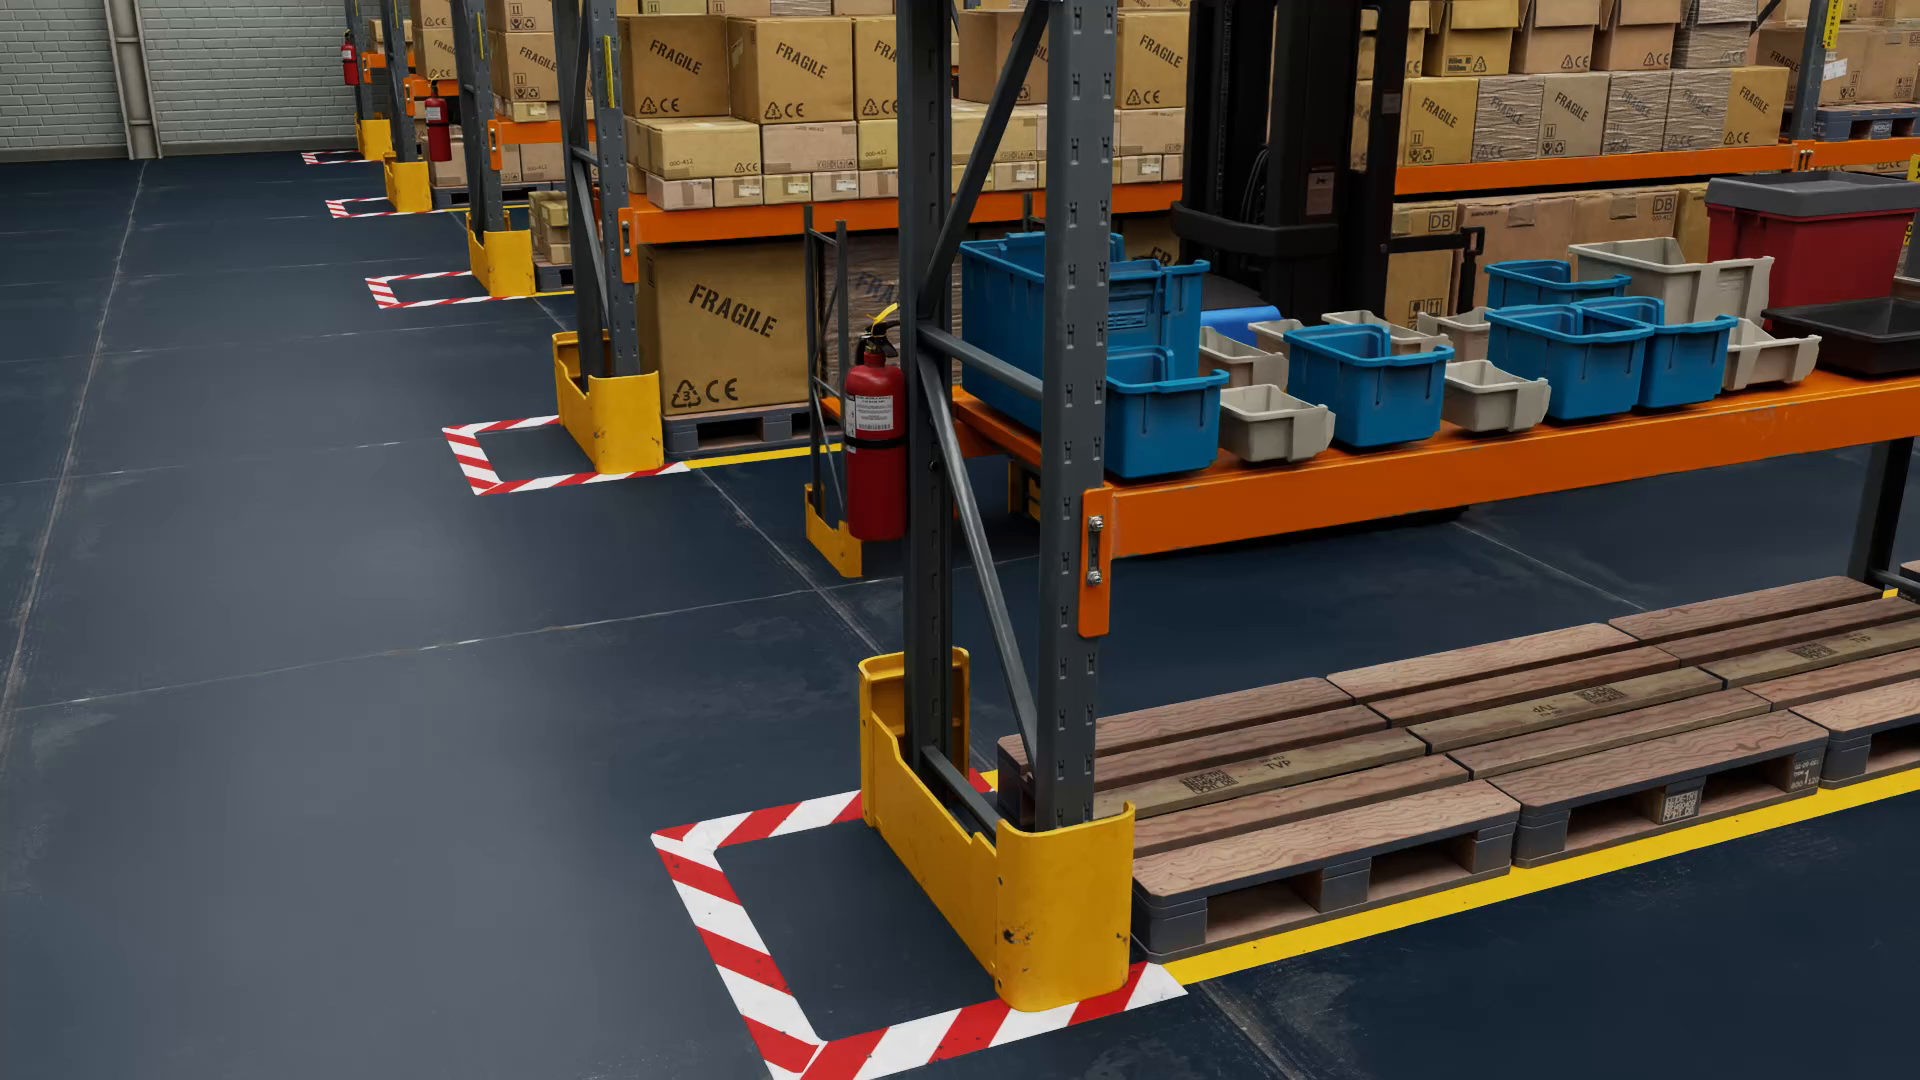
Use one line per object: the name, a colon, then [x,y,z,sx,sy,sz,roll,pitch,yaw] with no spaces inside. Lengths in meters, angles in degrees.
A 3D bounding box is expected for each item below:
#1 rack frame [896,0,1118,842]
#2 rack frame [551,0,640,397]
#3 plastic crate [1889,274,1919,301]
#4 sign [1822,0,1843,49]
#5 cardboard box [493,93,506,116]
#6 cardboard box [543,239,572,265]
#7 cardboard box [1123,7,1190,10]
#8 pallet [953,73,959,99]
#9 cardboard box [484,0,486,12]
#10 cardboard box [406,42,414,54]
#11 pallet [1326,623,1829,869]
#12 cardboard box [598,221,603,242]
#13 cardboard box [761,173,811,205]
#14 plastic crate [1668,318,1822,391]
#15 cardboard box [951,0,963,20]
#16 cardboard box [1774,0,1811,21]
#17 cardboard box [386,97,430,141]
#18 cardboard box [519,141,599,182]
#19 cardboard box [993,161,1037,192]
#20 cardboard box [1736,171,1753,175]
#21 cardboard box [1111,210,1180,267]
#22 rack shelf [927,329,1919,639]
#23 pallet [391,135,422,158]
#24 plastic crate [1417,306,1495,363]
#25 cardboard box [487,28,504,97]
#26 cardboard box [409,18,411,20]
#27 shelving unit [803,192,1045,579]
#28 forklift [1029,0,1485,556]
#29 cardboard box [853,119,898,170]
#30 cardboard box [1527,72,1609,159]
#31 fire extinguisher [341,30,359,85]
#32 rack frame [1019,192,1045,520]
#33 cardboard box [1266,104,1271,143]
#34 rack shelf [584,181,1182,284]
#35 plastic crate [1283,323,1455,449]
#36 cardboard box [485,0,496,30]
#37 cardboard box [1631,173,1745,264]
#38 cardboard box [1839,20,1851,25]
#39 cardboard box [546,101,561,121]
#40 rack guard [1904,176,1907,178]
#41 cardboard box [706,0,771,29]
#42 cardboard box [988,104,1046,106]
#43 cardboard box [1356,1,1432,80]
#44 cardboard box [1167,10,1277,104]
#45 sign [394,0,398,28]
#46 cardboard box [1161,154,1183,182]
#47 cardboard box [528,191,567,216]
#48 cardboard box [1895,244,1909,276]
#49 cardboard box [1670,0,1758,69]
rack frame: [0.084,-0.433,4.235,0.127,3.000,1.000,-8,21,-22]
rack frame: [-1.878,-1.943,8.524,0.127,3.000,1.000,-8,21,-22]
plastic crate: [3.272,-0.845,5.713,0.243,0.136,0.396,-8,21,-22]
sign: [5.690,-3.373,10.842,0.005,0.325,0.100,-8,21,-22]
cardboard box: [-3.563,-3.480,13.266,0.250,0.149,0.380,-8,21,-22]
cardboard box: [-3.142,-2.294,13.180,0.250,0.149,0.380,-8,21,-21]
cardboard box: [1.253,-2.908,9.912,0.500,0.500,0.500,-8,21,-22]
pallet: [0.682,-3.961,14.544,1.213,0.211,1.003,-8,21,-22]
cardboard box: [-4.778,-5.530,17.056,0.500,0.500,0.500,-9,21,-23]
cardboard box: [-7.147,-6.367,21.467,0.250,0.149,0.380,-8,21,-21]
pallet: [1.975,0.627,5.425,1.213,0.211,1.003,-8,21,-22]
cardboard box: [-2.894,-2.472,13.239,0.250,0.149,0.380,-8,21,-22]
cardboard box: [-0.952,-1.839,8.606,0.250,0.149,0.380,-9,21,-23]
plastic crate: [2.277,-0.542,4.852,0.466,0.136,0.293,-8,21,-22]
cardboard box: [-0.223,-6.191,18.933,0.500,0.500,0.500,-9,21,-23]
cardboard box: [8.630,-5.803,17.634,0.550,0.550,0.875,-8,21,-22]
cardboard box: [-7.174,-5.551,21.896,0.637,0.503,0.797,-9,21,-24]
cardboard box: [-4.400,-4.195,18.146,0.875,0.438,0.875,-8,21,-20]
cardboard box: [0.230,-2.009,9.088,0.250,0.149,0.380,-8,21,-21]
cardboard box: [7.874,-4.305,17.799,0.875,0.875,0.875,-8,21,-21]
cardboard box: [1.157,-1.603,10.125,0.875,0.875,0.875,-8,21,-22]
rack shelf: [1.920,-0.357,5.101,4.000,0.370,1.077,-8,21,-22]
pallet: [-6.972,-5.278,22.195,1.213,0.211,1.003,-8,21,-22]
plastic crate: [1.543,-0.622,5.078,0.250,0.136,0.298,-8,21,-22]
cardboard box: [-3.439,-3.794,13.183,0.500,0.500,0.500,-8,21,-21]
cardboard box: [-6.982,-6.757,21.974,0.500,0.250,0.500,-8,21,-22]
shelving unit: [-0.094,-0.698,7.246,1.083,1.500,0.587,-8,21,-20]
forklift: [1.844,-1.608,7.674,3.031,2.935,1.130,-8,21,-20]
cardboard box: [-0.393,-2.129,8.830,0.500,0.250,0.500,-9,21,-24]
cardboard box: [3.709,-2.703,10.530,0.500,0.500,0.500,-8,21,-21]
fire extinguisher: [-7.725,-6.106,21.025,0.183,0.674,0.296,-8,21,-22]
rack frame: [0.386,-0.761,7.426,0.032,1.500,0.500,-8,21,-20]
cardboard box: [1.493,-2.401,9.602,0.500,0.250,0.500,-9,21,-23]
rack shelf: [-0.042,-1.867,9.391,4.000,0.370,1.077,-8,21,-22]
plastic crate: [1.045,-0.401,4.306,0.300,0.233,0.416,-8,21,-22]
cardboard box: [-3.429,-4.264,13.012,0.500,0.500,0.500,-9,21,-23]
cardboard box: [4.825,-2.107,11.557,0.875,0.875,1.225,-9,21,-24]
cardboard box: [9.088,-5.385,18.074,0.500,0.550,0.875,-8,21,-22]
cardboard box: [-3.106,-3.339,12.868,0.250,0.149,0.380,-7,21,-20]
rack guard: [10.963,-4.398,19.260,0.348,0.500,1.175,-8,21,-22]
cardboard box: [-1.819,-4.304,13.126,0.500,0.500,0.500,-9,21,-24]
cardboard box: [0.327,-2.423,9.666,0.500,0.250,0.500,-8,21,-21]
cardboard box: [2.378,-3.076,10.082,0.637,0.503,0.797,-9,21,-23]
cardboard box: [1.478,-2.751,9.467,0.500,0.500,0.500,-8,21,-20]
sign: [-5.589,-5.241,16.468,0.005,0.325,0.100,-8,21,-22]
cardboard box: [1.172,-2.143,9.471,0.250,0.149,0.380,-9,21,-23]
cardboard box: [-3.364,-2.750,13.580,0.250,0.149,0.380,-8,21,-21]
cardboard box: [6.579,-2.195,12.341,0.500,0.500,0.700,-10,22,-26]
cardboard box: [4.790,-3.425,11.071,0.637,0.503,0.797,-7,21,-20]
